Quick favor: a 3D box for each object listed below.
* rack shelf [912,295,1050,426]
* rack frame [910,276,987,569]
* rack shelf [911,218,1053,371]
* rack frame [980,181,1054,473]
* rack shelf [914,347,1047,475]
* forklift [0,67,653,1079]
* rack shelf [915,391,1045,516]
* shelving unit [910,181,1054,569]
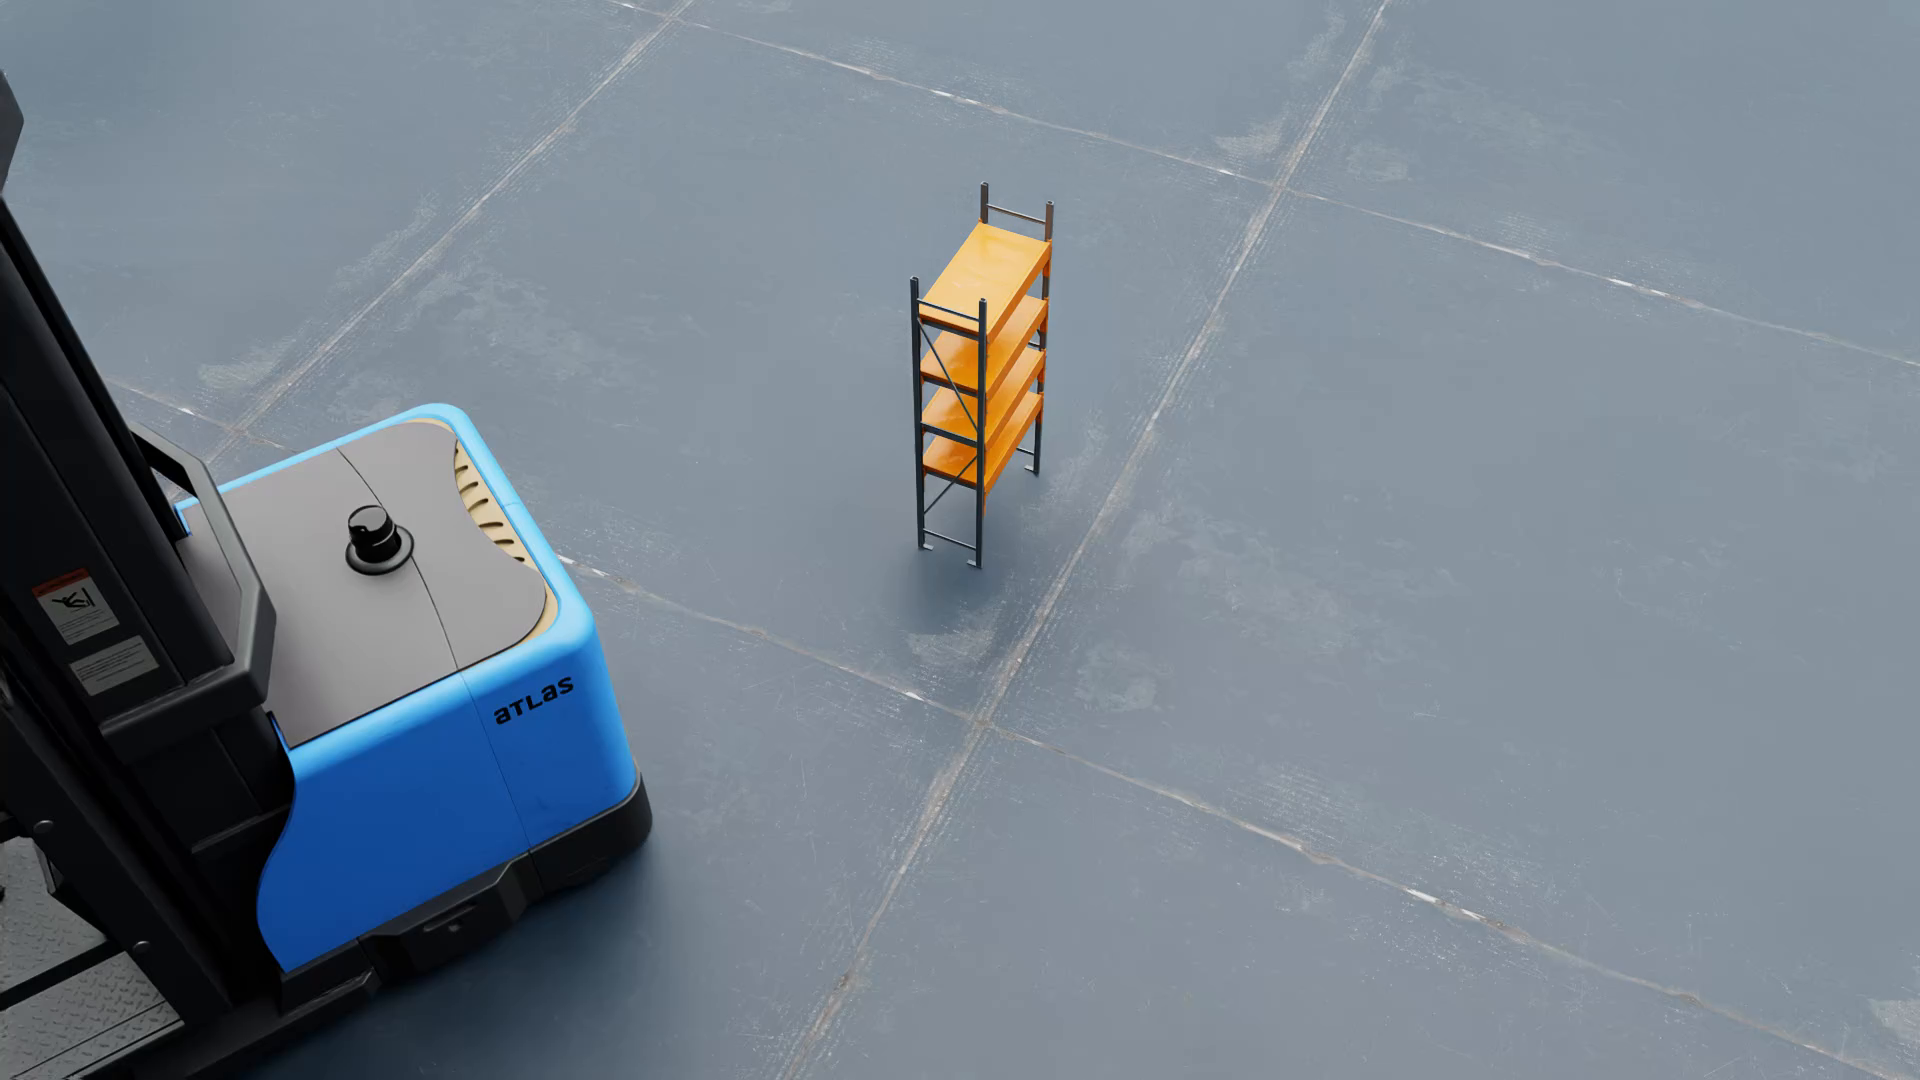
[{"bbox_3d":[0.071,-0.604,5.271,0.258,0.148,0.480,20,52,16],"label":"rack shelf"},{"bbox_3d":[-0.034,-0.335,5.247,0.240,1.200,0.015,20,52,16],"label":"rack frame"},{"bbox_3d":[0.071,-0.757,5.091,0.258,0.148,0.480,20,52,16],"label":"rack shelf"},{"bbox_3d":[0.175,-0.671,5.533,0.240,1.200,0.015,20,52,16],"label":"rack frame"},{"bbox_3d":[0.071,-0.459,5.441,0.258,0.148,0.480,20,52,16],"label":"rack shelf"},{"bbox_3d":[-2.431,0.251,3.612,3.031,2.935,1.130,-26,54,-20],"label":"forklift"},{"bbox_3d":[0.071,-0.331,5.592,0.258,0.148,0.480,20,52,16],"label":"rack shelf"},{"bbox_3d":[0.071,-0.503,5.390,0.258,1.200,0.503,20,52,16],"label":"shelving unit"}]
